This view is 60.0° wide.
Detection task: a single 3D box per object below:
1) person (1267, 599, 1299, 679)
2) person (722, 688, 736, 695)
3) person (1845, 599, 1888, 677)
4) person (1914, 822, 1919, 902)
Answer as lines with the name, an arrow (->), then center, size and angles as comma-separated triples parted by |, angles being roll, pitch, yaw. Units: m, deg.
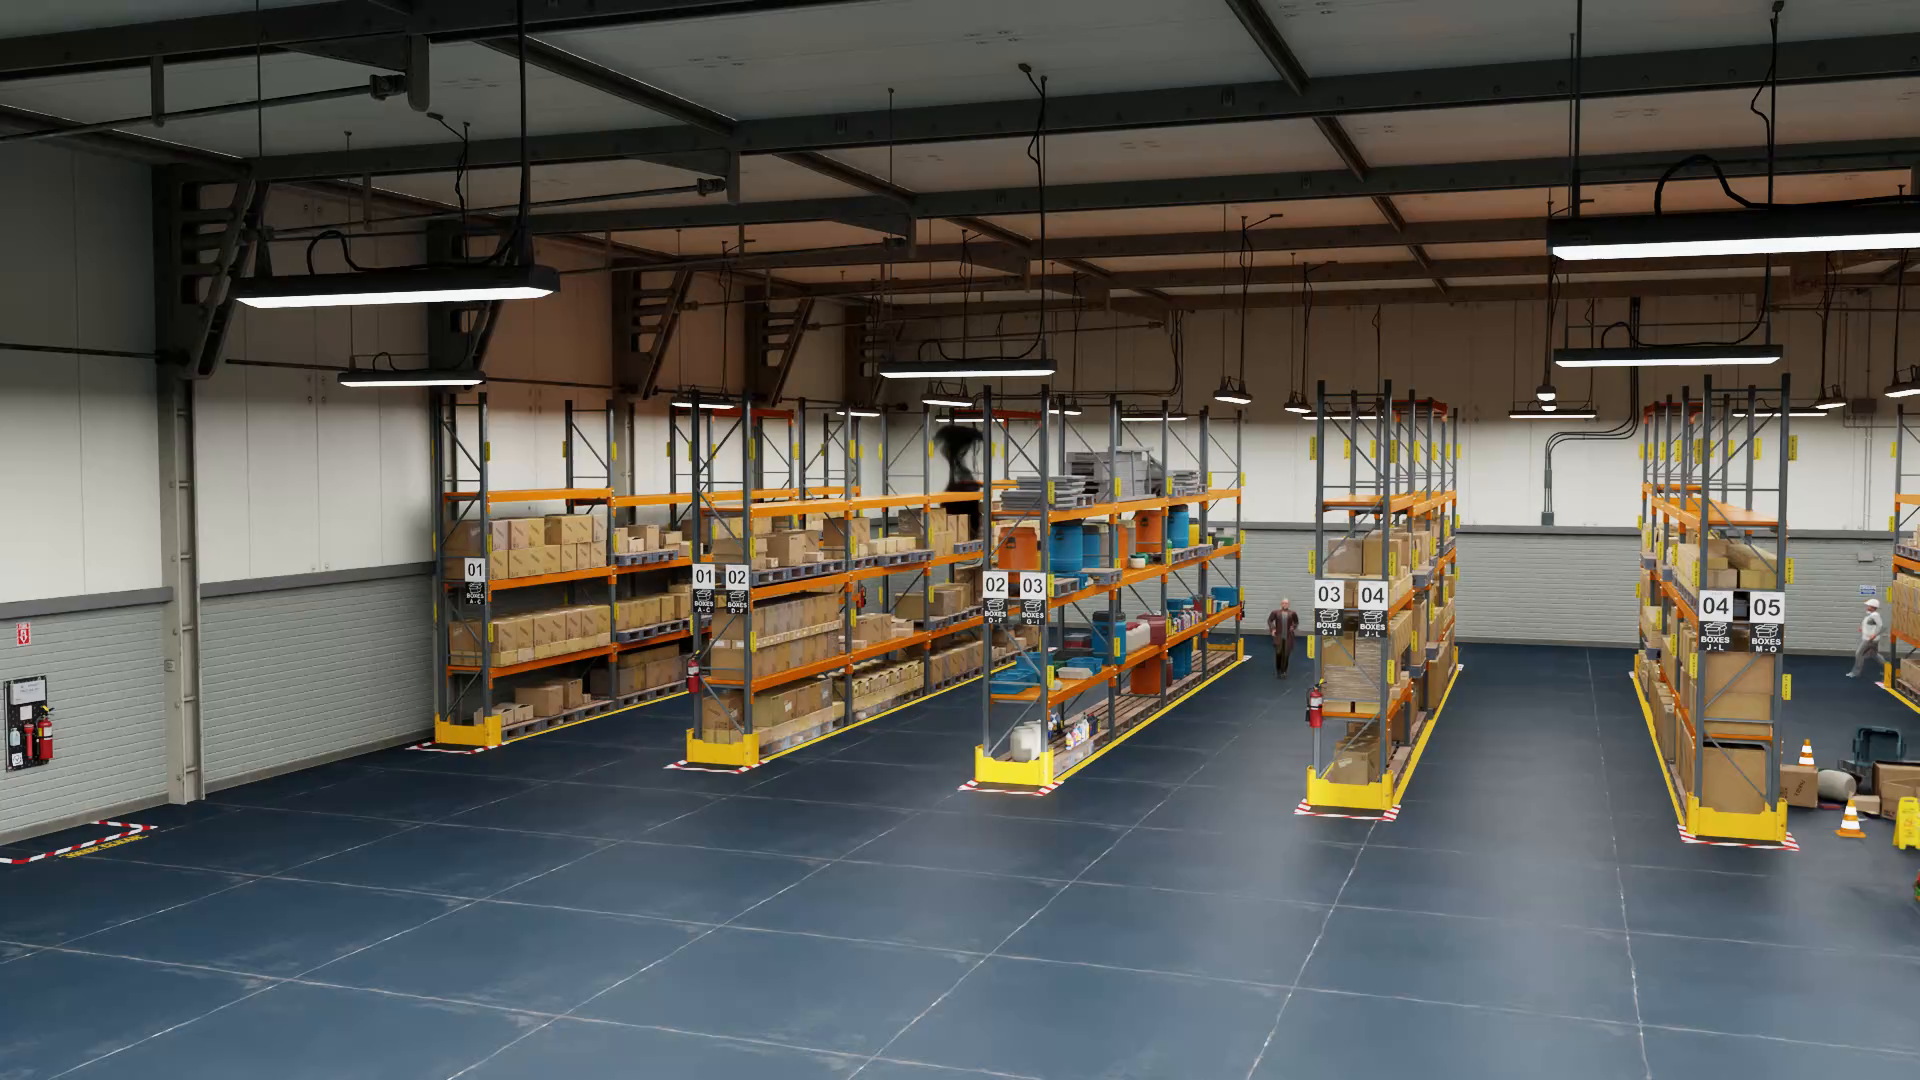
person -> 7.118, 2.180, 36.571 | 0.678, 1.784, 0.754 | 0, 3, 6
person -> -4.268, 2.620, 30.687 | 0.590, 1.503, 0.814 | 0, 3, 7
person -> 20.014, 2.173, 36.589 | 0.918, 1.763, 0.730 | 2, 4, 31
person -> 10.853, 3.233, 18.176 | 0.696, 1.601, 0.828 | -1, 3, -20
